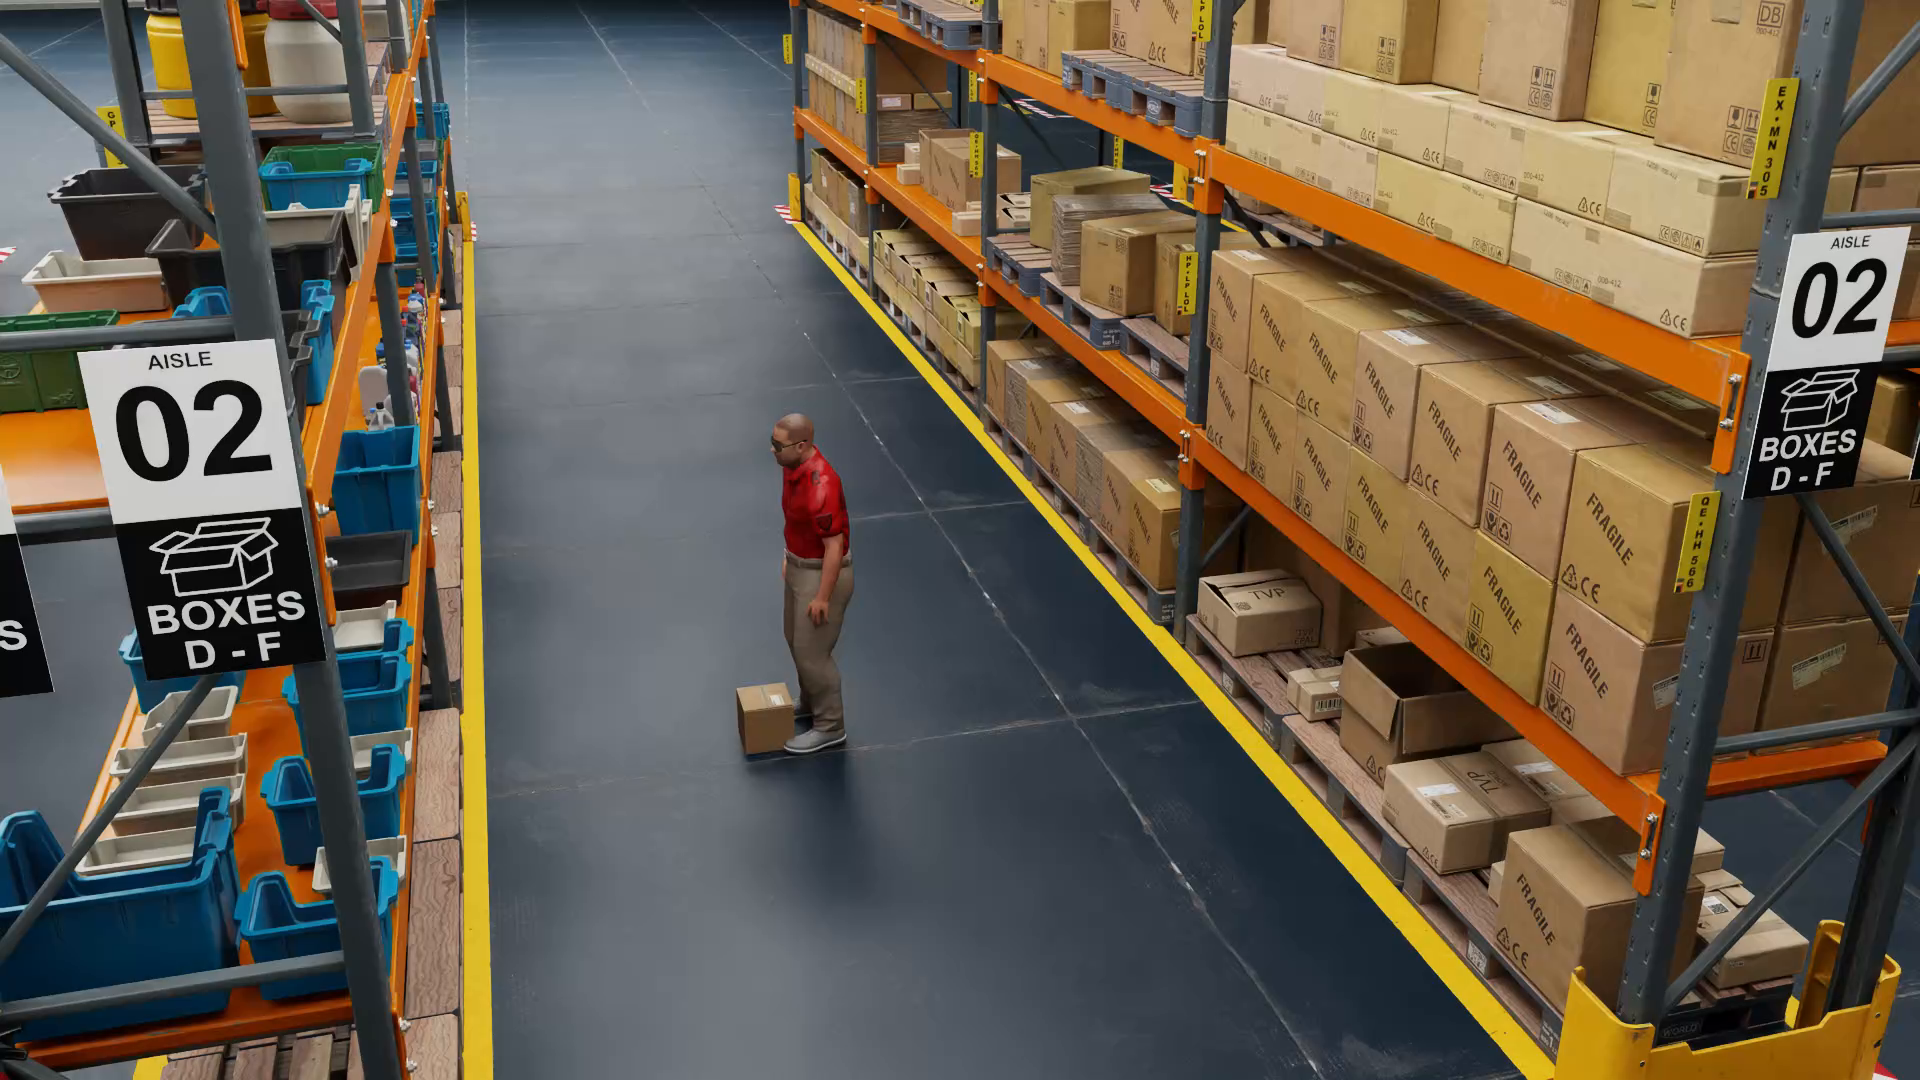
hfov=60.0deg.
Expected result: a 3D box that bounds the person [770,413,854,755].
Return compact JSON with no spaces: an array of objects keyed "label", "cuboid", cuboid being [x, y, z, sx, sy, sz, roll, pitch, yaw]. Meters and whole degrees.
[{"label":"person","cuboid":[-0.742,0.191,8.157,0.388,1.727,0.606,-8,24,-17]}]
